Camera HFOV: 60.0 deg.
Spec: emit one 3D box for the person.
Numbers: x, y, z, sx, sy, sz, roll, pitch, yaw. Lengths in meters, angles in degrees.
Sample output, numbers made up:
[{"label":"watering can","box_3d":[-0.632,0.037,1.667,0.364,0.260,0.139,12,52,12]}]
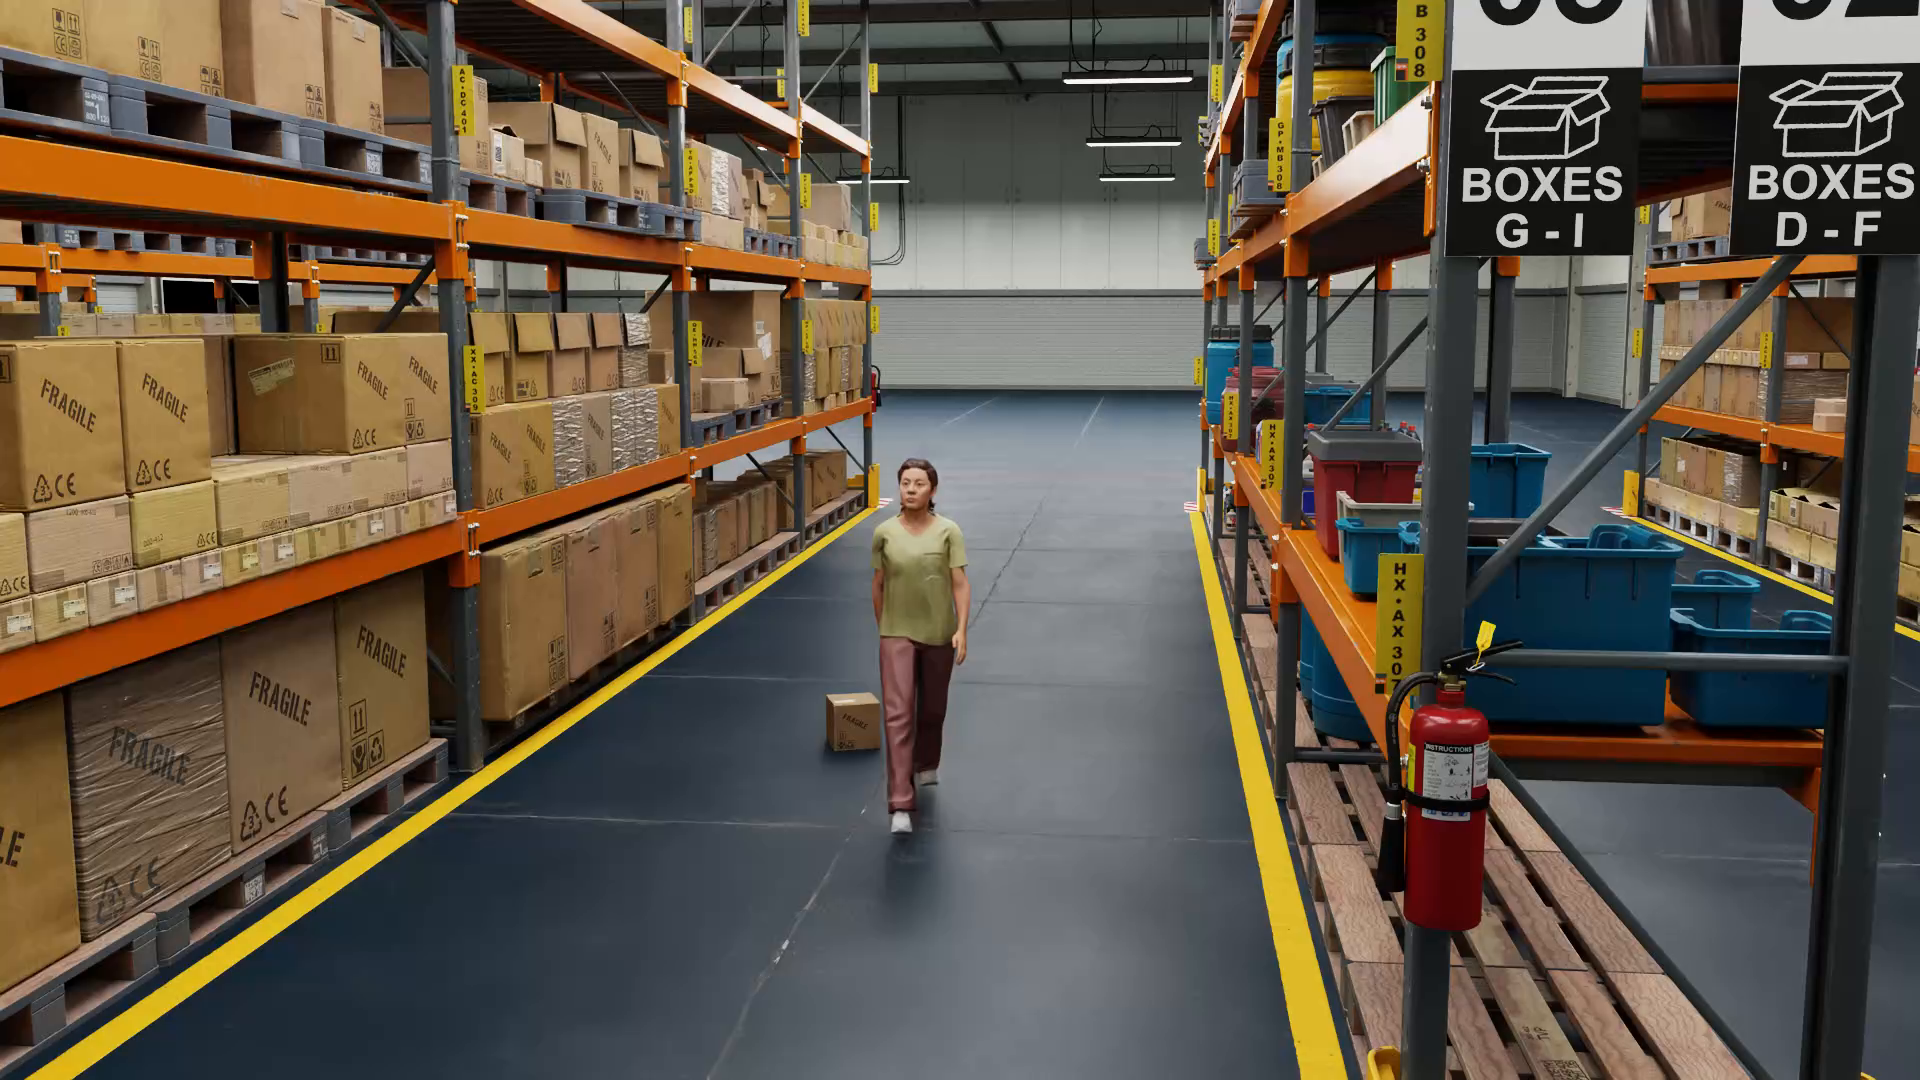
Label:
[{"label":"person","box_3d":[-0.177,0.440,7.531,0.450,1.618,1.026,-1,8,-4]}]
